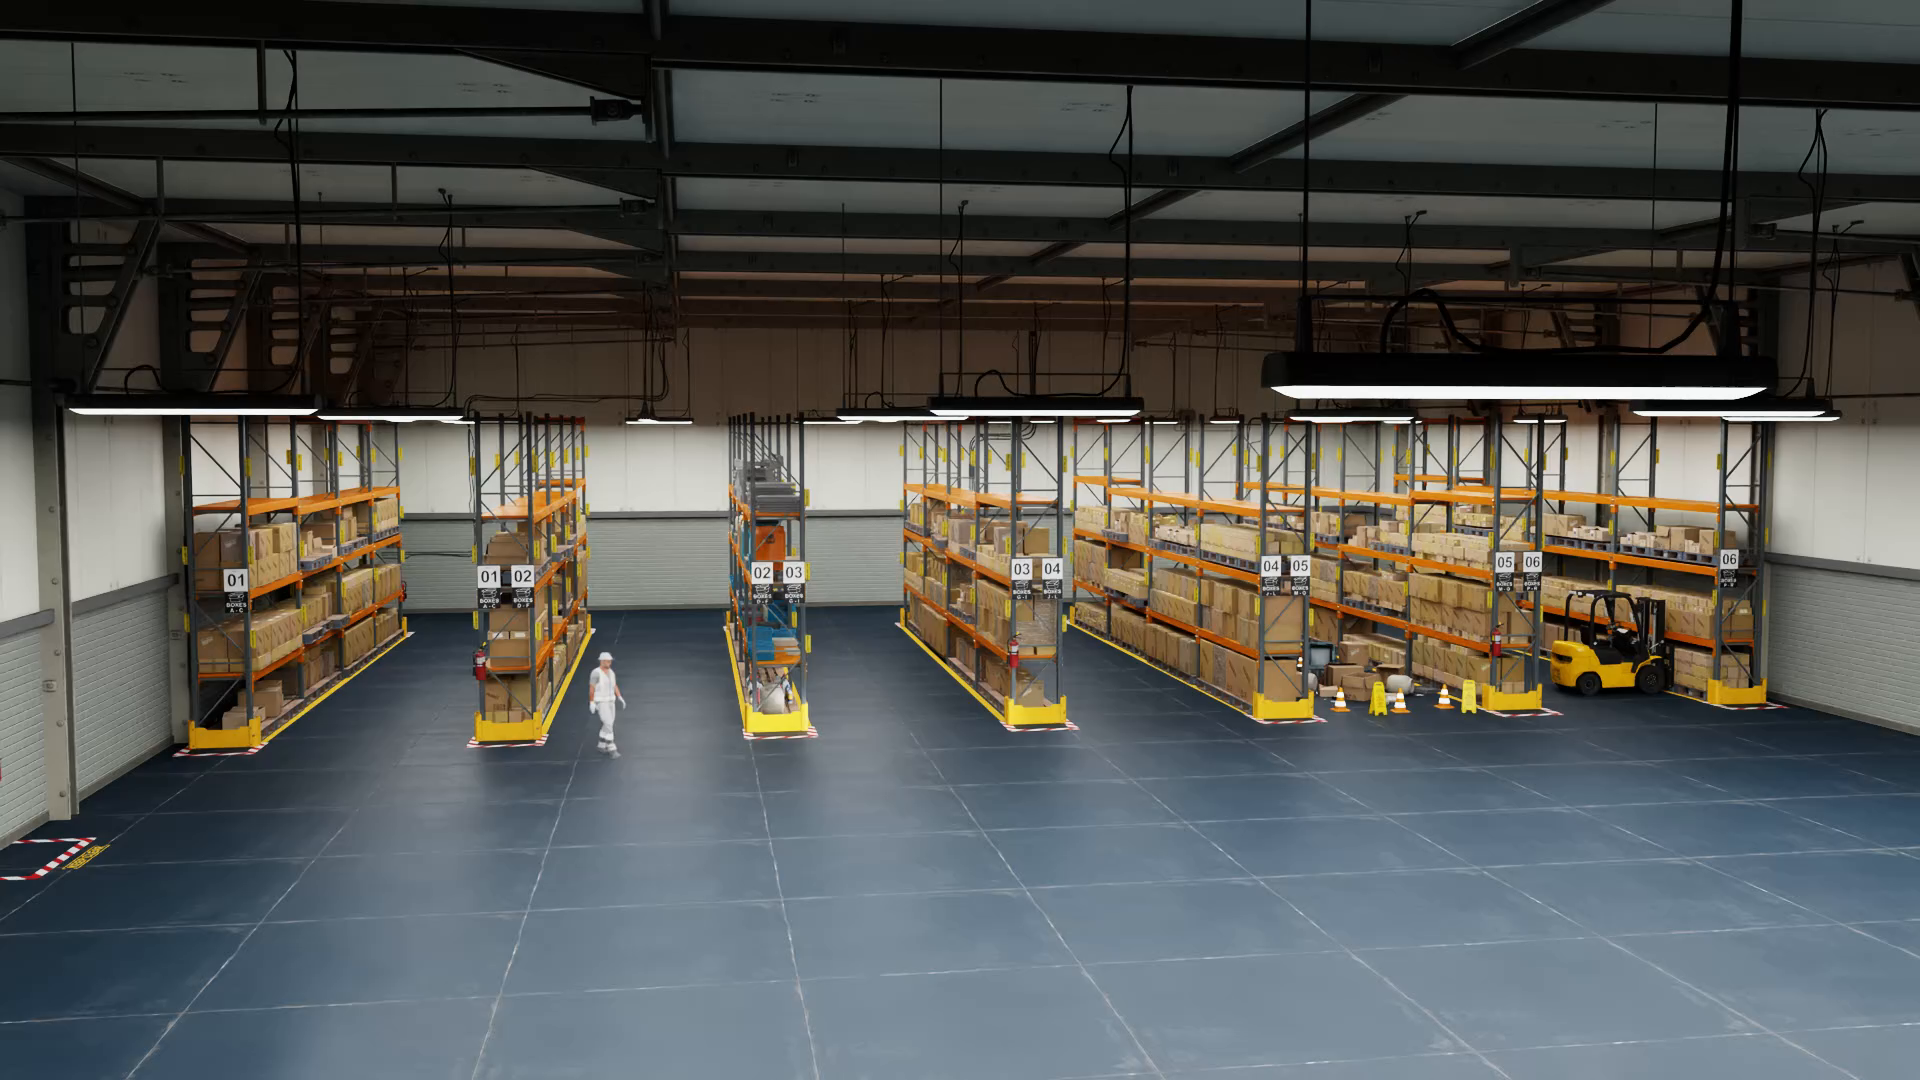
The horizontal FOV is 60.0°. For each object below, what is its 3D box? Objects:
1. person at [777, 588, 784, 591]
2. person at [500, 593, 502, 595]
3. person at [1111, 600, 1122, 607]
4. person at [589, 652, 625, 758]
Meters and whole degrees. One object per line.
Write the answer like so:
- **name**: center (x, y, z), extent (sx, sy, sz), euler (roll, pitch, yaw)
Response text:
- **person**: center (-5.493, 1.422, 51.001), extent (0.817, 1.642, 0.441), euler (2, 4, 26)
- **person**: center (-12.363, 1.750, 45.213), extent (0.605, 1.776, 0.613), euler (0, 4, -7)
- **person**: center (4.580, 1.422, 50.687), extent (1.019, 1.665, 0.520), euler (-3, 5, -33)
- **person**: center (-6.099, 2.864, 29.041), extent (0.749, 1.791, 0.558), euler (2, 5, 31)
